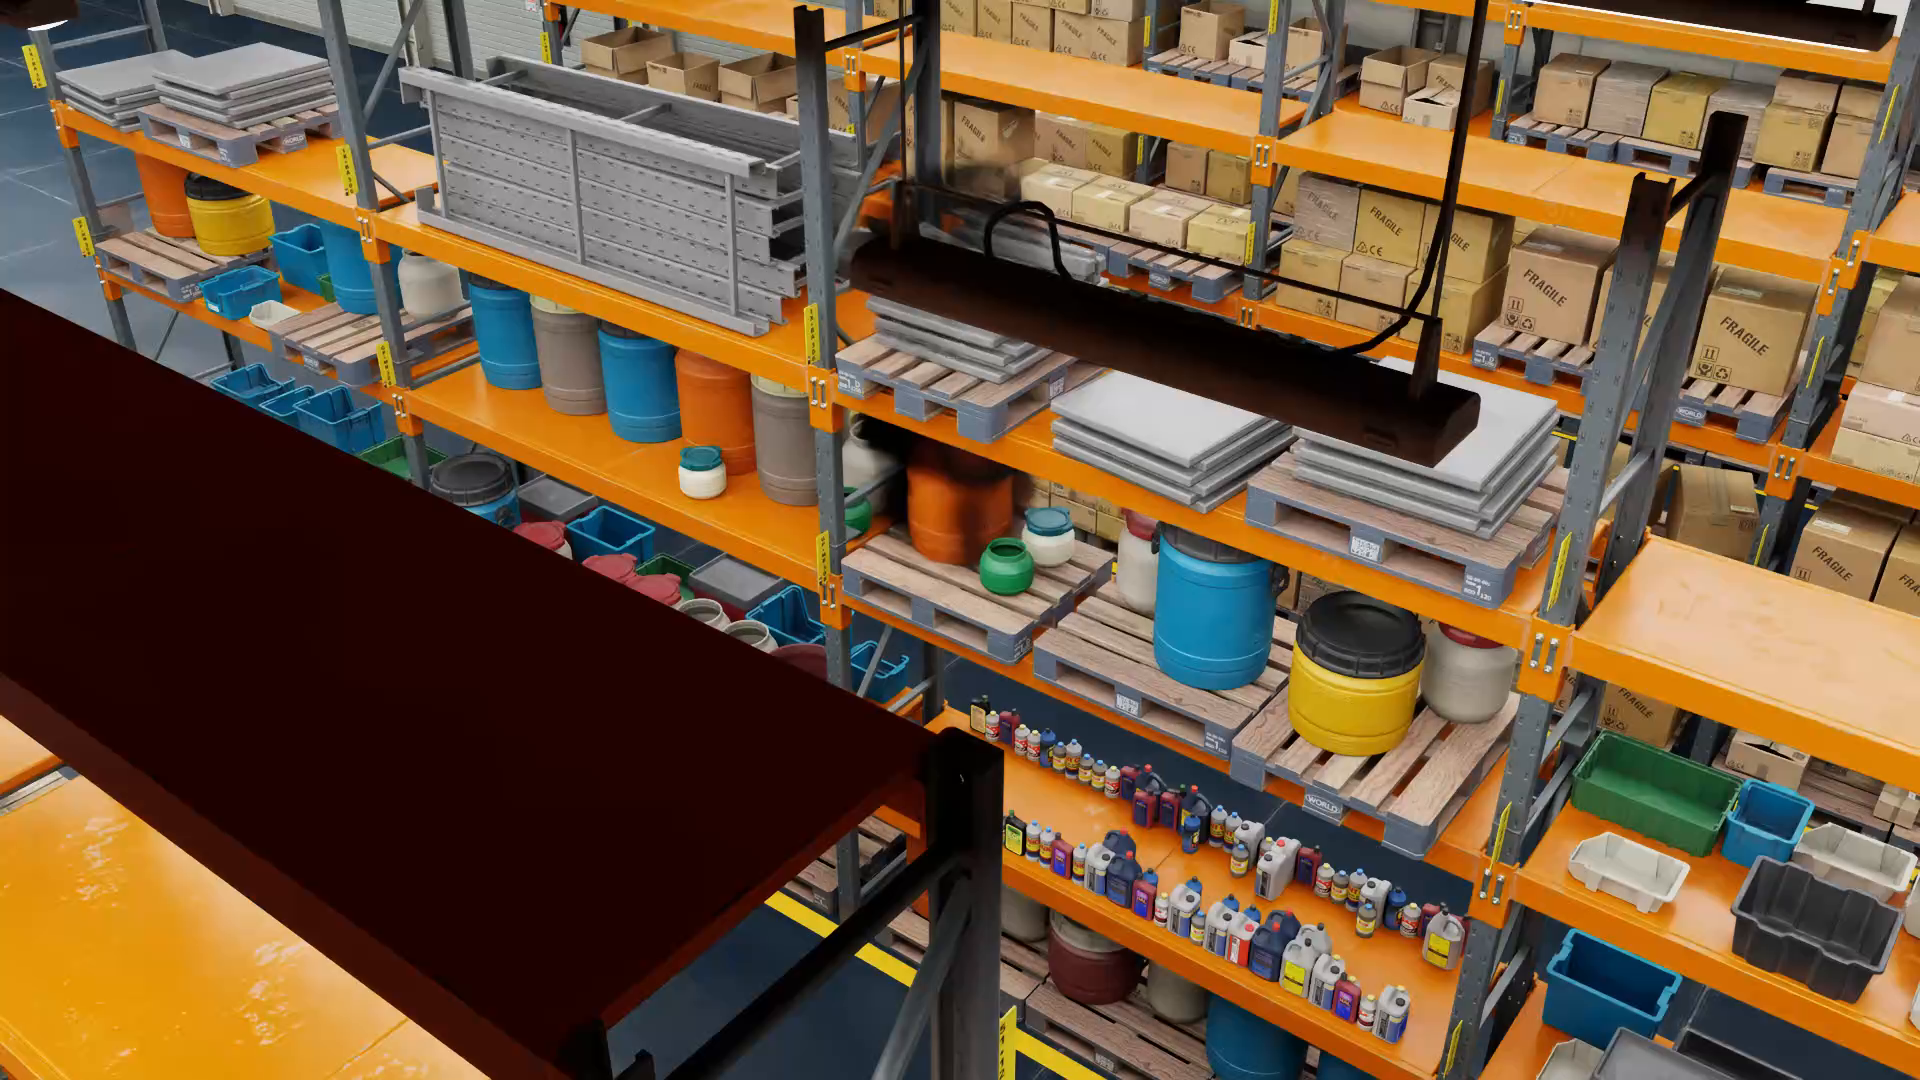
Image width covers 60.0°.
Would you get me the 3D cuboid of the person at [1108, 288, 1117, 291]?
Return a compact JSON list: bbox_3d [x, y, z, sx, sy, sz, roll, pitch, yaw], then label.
[{"bbox_3d":[1.505,-1.890,16.710,0.983,1.734,0.715,16,35,24],"label":"person"}]
